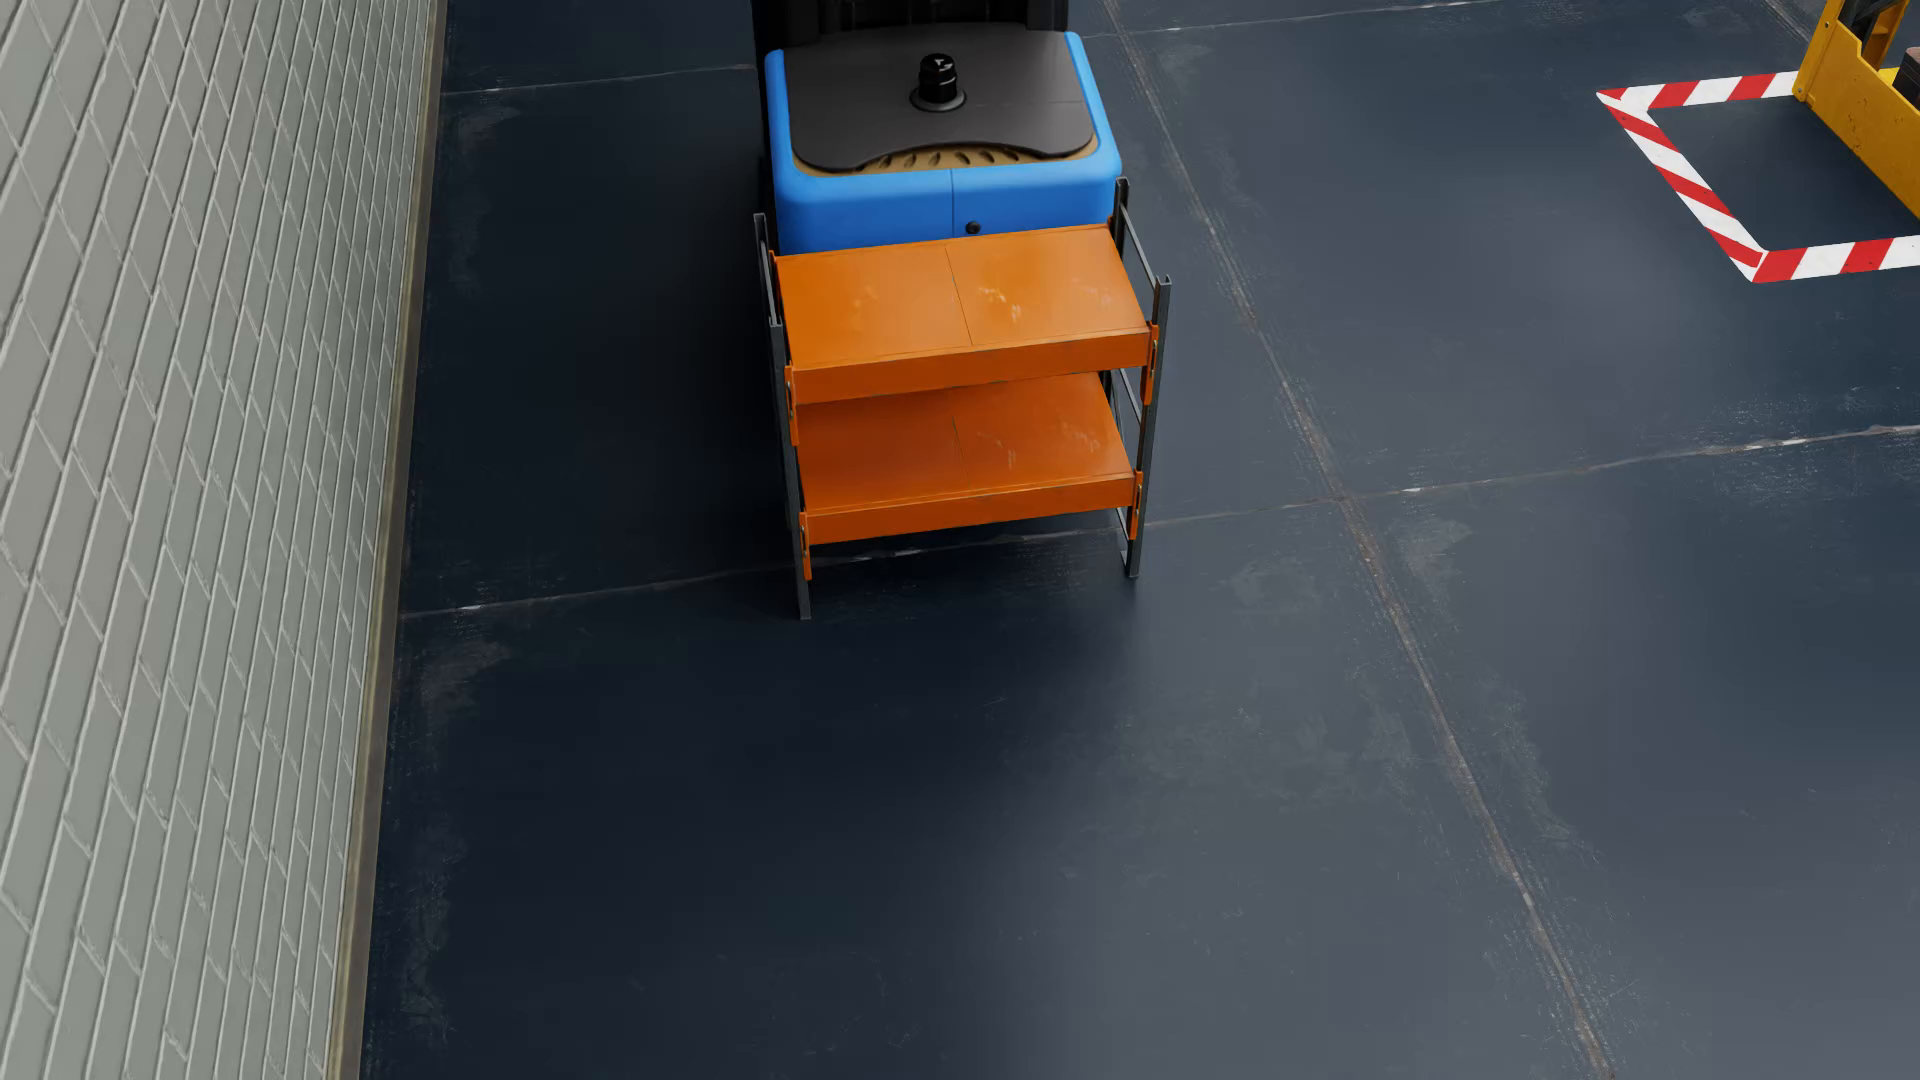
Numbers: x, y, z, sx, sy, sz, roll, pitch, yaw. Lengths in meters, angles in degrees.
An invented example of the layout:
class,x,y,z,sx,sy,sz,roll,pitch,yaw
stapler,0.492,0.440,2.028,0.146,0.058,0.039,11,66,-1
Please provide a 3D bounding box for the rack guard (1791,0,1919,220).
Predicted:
class,x,y,z,sx,sy,sz,roll,pitch,yaw
rack guard,3.805,-1.723,6.563,0.348,0.500,1.175,-7,46,-7

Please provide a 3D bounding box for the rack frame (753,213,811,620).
class,x,y,z,sx,sy,sz,roll,pitch,yaw
rack frame,-0.508,-0.327,4.784,0.032,1.125,0.500,-7,46,-7

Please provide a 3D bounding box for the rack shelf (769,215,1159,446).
class,x,y,z,sx,sy,sz,roll,pitch,yaw
rack shelf,-0.007,-0.593,4.633,1.000,0.278,0.538,-7,46,-7

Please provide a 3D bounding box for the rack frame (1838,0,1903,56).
class,x,y,z,sx,sy,sz,roll,pitch,yaw
rack frame,3.730,-2.581,5.654,0.127,3.000,1.000,-7,46,-7

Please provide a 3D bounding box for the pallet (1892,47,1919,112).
class,x,y,z,sx,sy,sz,roll,pitch,yaw
pallet,4.611,-1.697,6.739,1.213,0.211,1.003,-7,46,-7

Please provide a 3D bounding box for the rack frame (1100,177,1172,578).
class,x,y,z,sx,sy,sz,roll,pitch,yaw
rack frame,0.494,-0.452,4.904,0.032,1.125,0.500,-7,46,-7

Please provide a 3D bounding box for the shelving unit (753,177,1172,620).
class,x,y,z,sx,sy,sz,roll,pitch,yaw
shelving unit,-0.007,-0.389,4.844,1.048,1.125,0.538,-7,46,-7

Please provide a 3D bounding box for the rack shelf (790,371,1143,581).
class,x,y,z,sx,sy,sz,roll,pitch,yaw
rack shelf,-0.007,-0.220,5.020,1.000,0.278,0.538,-7,46,-7

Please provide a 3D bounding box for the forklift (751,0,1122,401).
class,x,y,z,sx,sy,sz,roll,pitch,yaw
forklift,-0.201,-2.375,5.503,1.130,2.935,3.031,-5,46,-5
